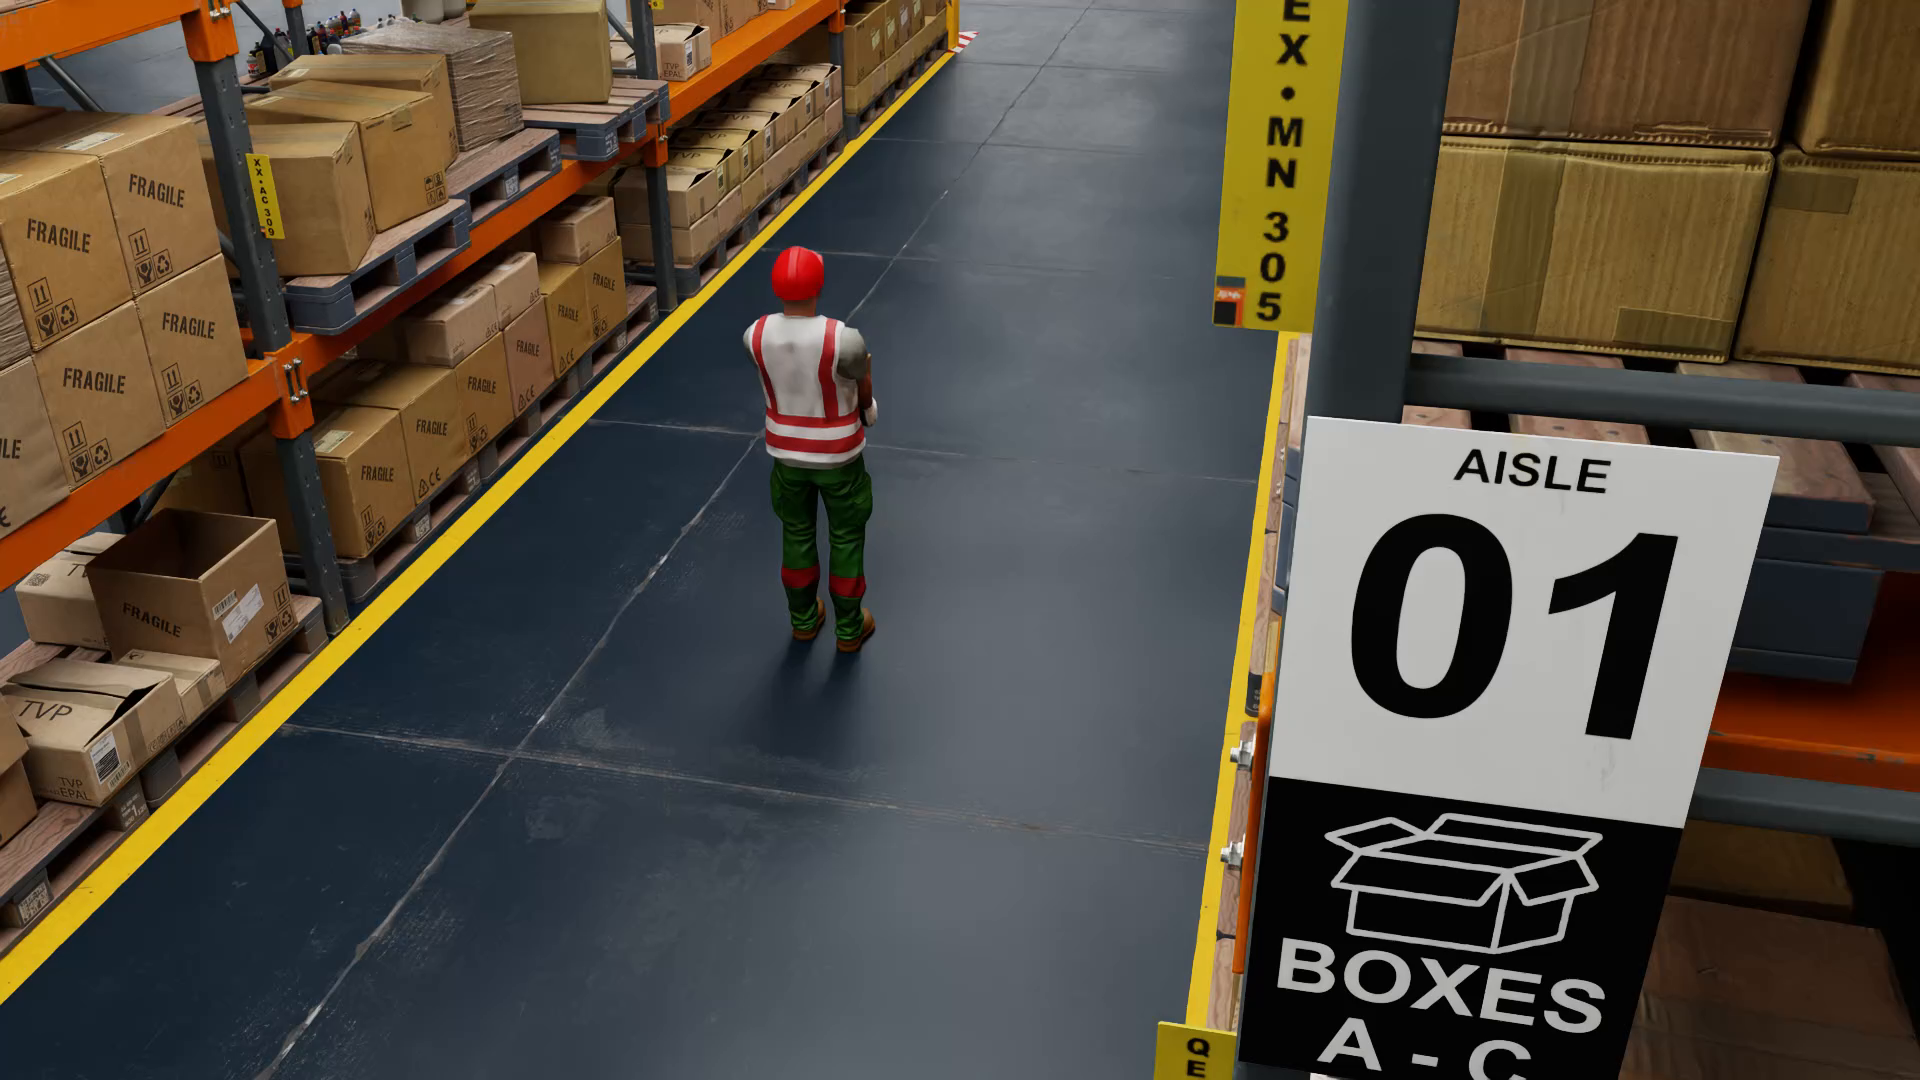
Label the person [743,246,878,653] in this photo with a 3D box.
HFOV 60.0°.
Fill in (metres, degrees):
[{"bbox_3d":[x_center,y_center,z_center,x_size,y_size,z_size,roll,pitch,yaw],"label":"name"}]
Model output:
[{"bbox_3d":[-0.576,-0.400,6.842,0.493,1.782,0.564,6,29,11],"label":"person"}]
